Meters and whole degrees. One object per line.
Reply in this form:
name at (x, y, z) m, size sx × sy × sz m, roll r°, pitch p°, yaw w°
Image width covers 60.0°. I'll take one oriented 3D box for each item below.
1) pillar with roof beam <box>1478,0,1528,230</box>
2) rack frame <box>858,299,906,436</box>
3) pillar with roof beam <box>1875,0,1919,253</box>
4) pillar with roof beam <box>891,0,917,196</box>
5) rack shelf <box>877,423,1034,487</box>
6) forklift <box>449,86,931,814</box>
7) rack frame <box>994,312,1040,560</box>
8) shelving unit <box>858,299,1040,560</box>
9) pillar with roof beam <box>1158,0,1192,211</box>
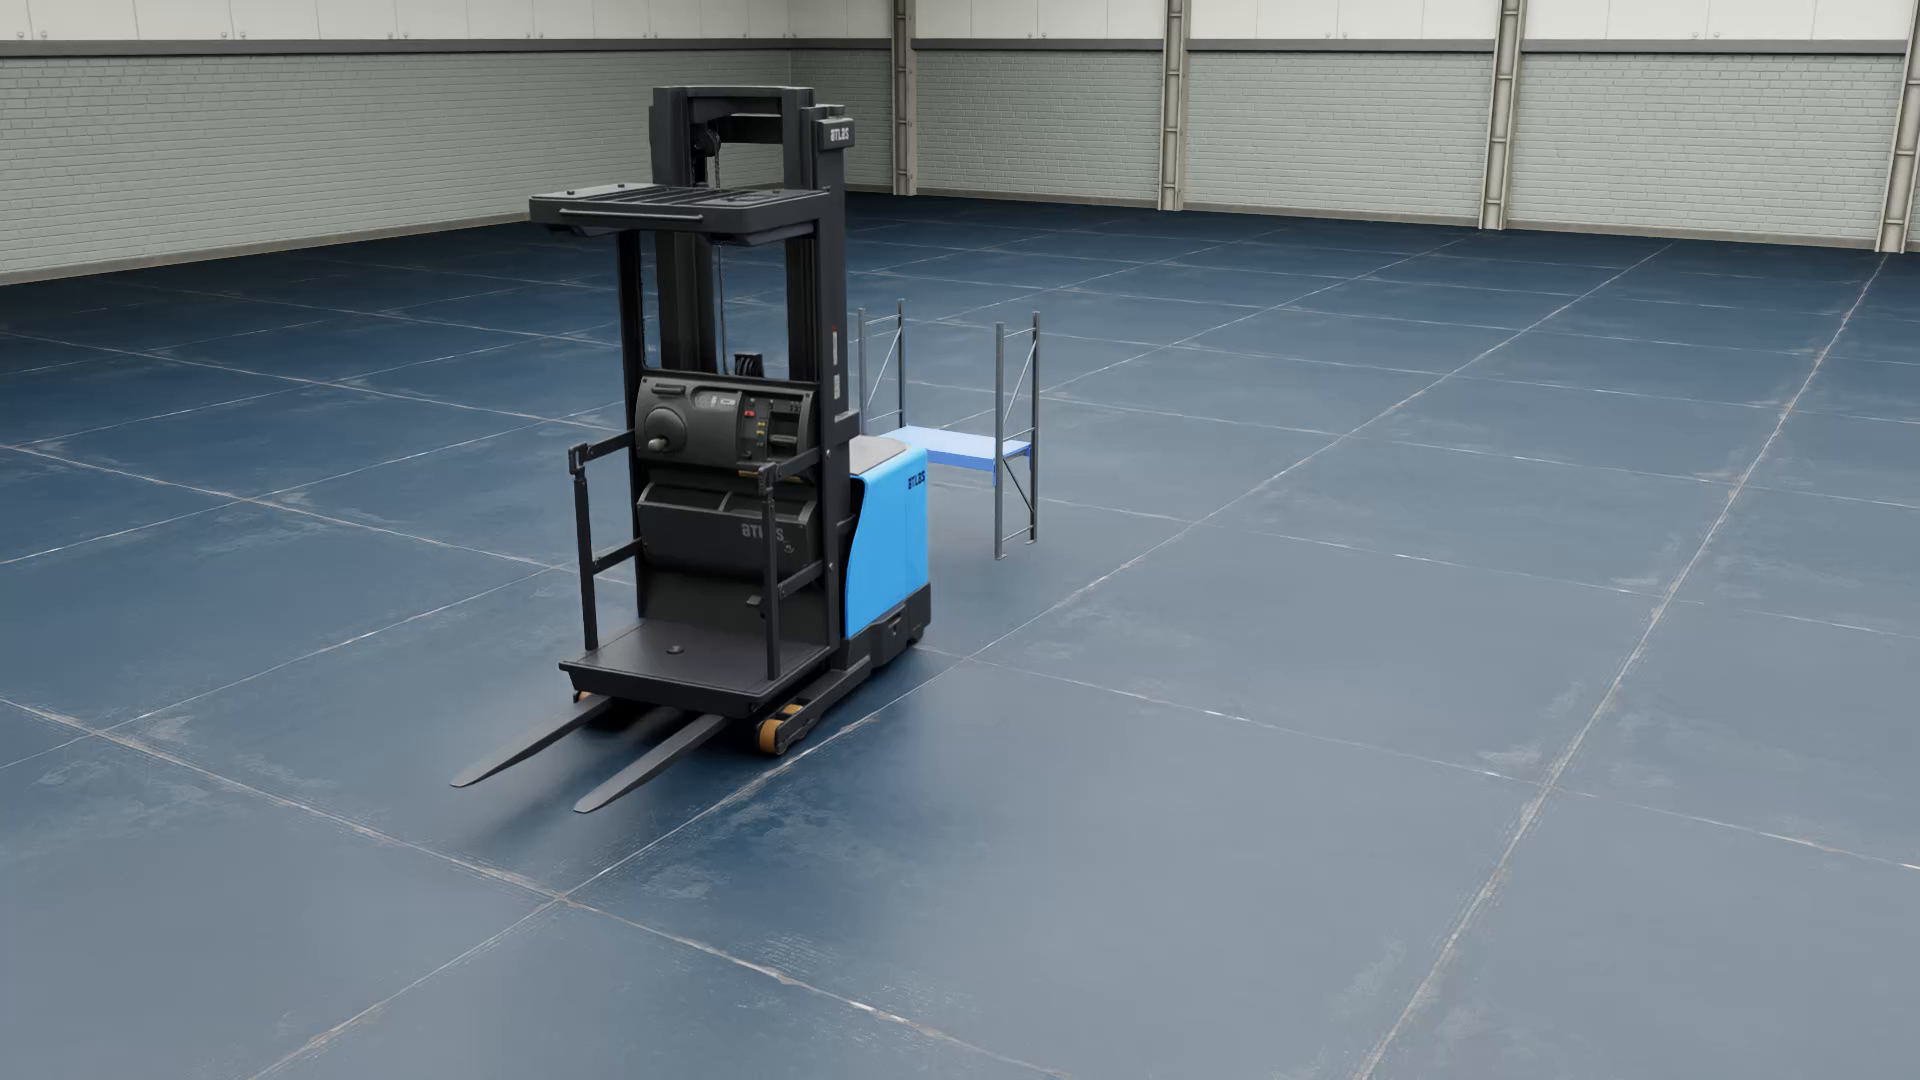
pillar with roof beam at (6.838, -8.562, 23.586) m, size 0.400 × 9.000 × 9.100 m, roll 10°, pitch 20°, yaw 30°
rack frame at (-0.506, -0.808, 10.960) m, size 0.032 × 1.500 × 0.500 m, roll 10°, pitch 20°, yaw 30°
pillar with roof beam at (11.951, -7.650, 20.582) m, size 0.400 × 9.000 × 9.100 m, roll 10°, pitch 20°, yaw 30°
pillar with roof beam at (-3.387, -10.388, 29.595) m, size 0.400 × 9.000 × 9.100 m, roll 10°, pitch 20°, yaw 30°
rack shelf at (-0.073, -0.558, 10.758) m, size 1.000 × 0.185 × 0.538 m, roll 10°, pitch 20°, yaw 30°
forklift at (-1.199, -0.554, 7.663) m, size 1.130 × 2.935 × 3.031 m, roll 7°, pitch 18°, yaw 22°
rack frame at (0.360, -0.653, 10.451) m, size 0.032 × 1.500 × 0.500 m, roll 10°, pitch 20°, yaw 30°
shelving unit at (-0.073, -0.731, 10.706) m, size 1.048 × 1.500 × 0.538 m, roll 10°, pitch 20°, yaw 30°
pillar with roof beam at (1.725, -9.475, 26.591) m, size 0.400 × 9.000 × 9.100 m, roll 10°, pitch 20°, yaw 30°
